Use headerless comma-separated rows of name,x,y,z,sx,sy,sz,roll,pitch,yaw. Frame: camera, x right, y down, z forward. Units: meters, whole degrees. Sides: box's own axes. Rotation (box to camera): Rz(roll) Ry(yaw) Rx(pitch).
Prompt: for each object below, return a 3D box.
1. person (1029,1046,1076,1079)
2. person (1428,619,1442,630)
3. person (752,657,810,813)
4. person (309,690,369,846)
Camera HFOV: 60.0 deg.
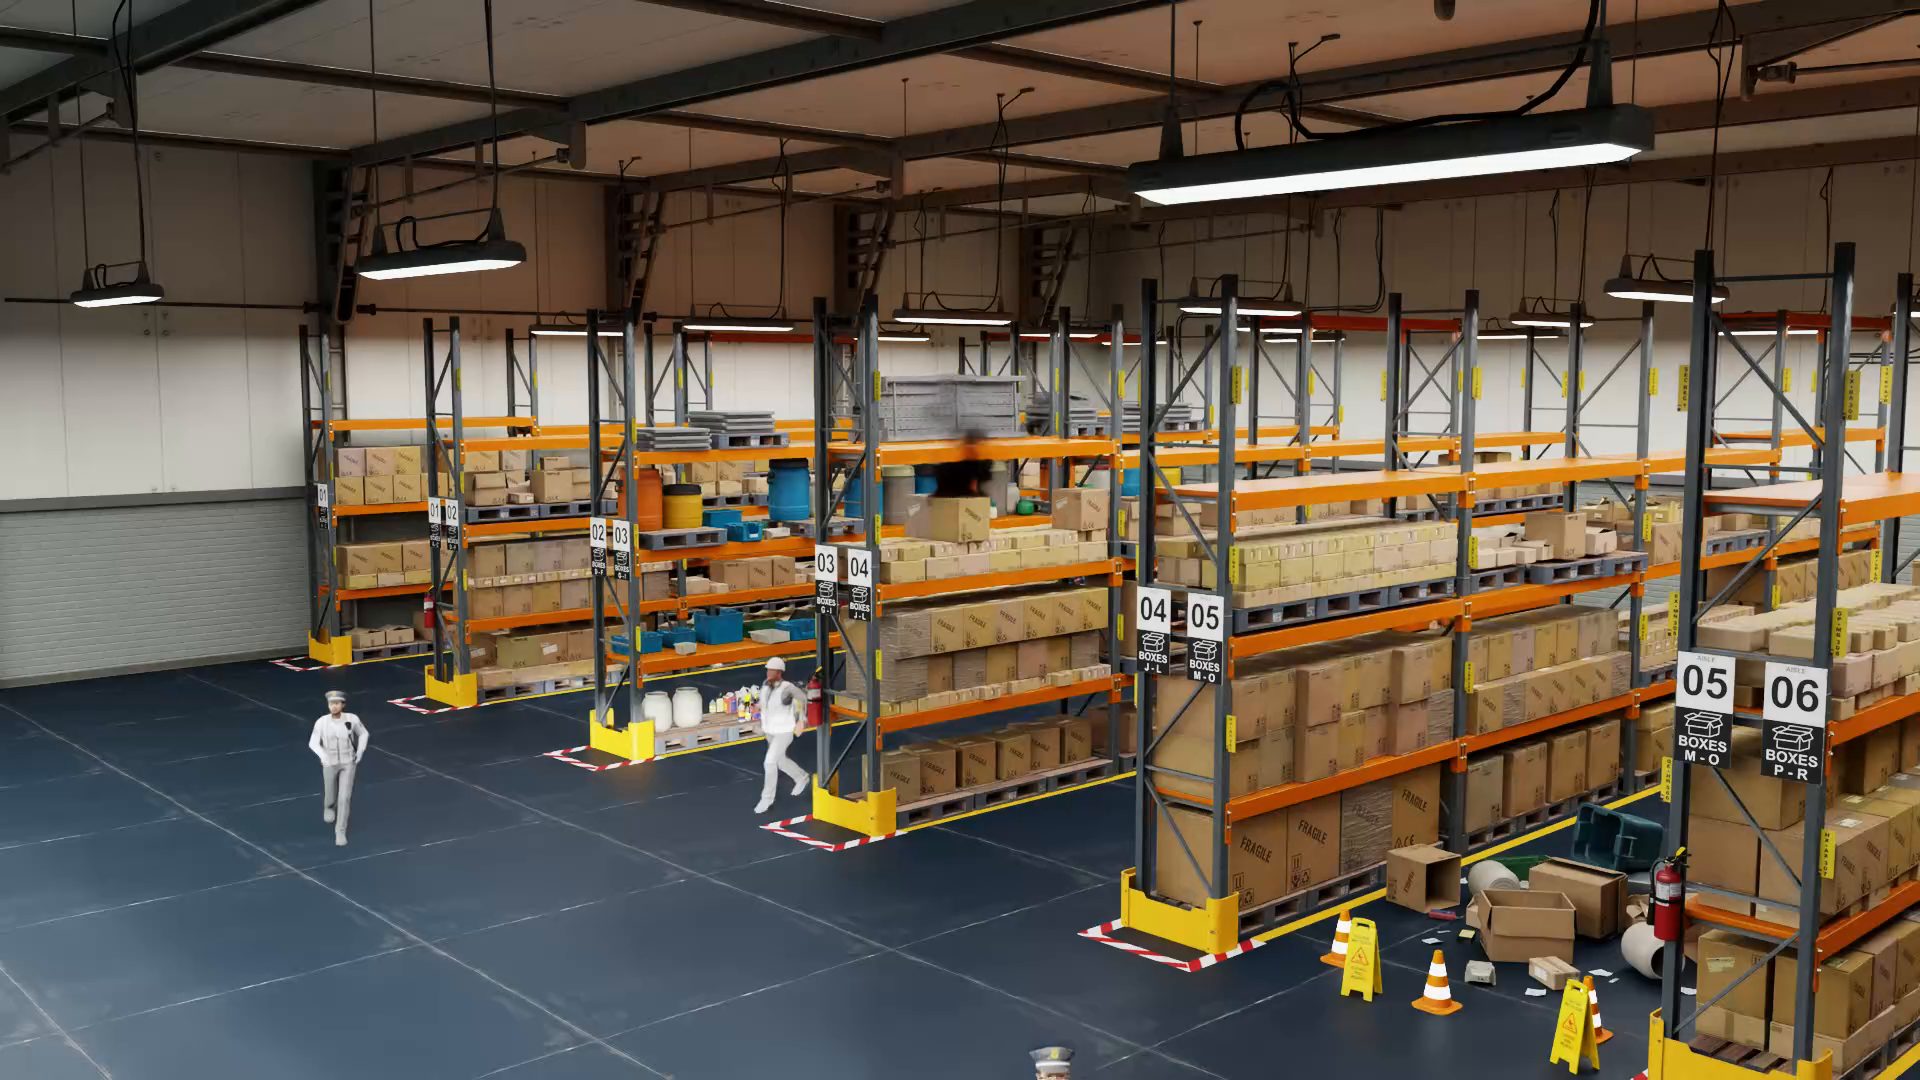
person,0.489,3.458,8.802,0.613,1.646,0.579,0,6,-1
person,6.751,1.947,23.724,0.558,1.702,0.669,5,8,42
person,-2.150,2.288,19.877,0.924,1.802,0.684,-6,8,-44
person,-6.886,2.483,18.481,0.624,1.695,0.781,-2,6,-19
